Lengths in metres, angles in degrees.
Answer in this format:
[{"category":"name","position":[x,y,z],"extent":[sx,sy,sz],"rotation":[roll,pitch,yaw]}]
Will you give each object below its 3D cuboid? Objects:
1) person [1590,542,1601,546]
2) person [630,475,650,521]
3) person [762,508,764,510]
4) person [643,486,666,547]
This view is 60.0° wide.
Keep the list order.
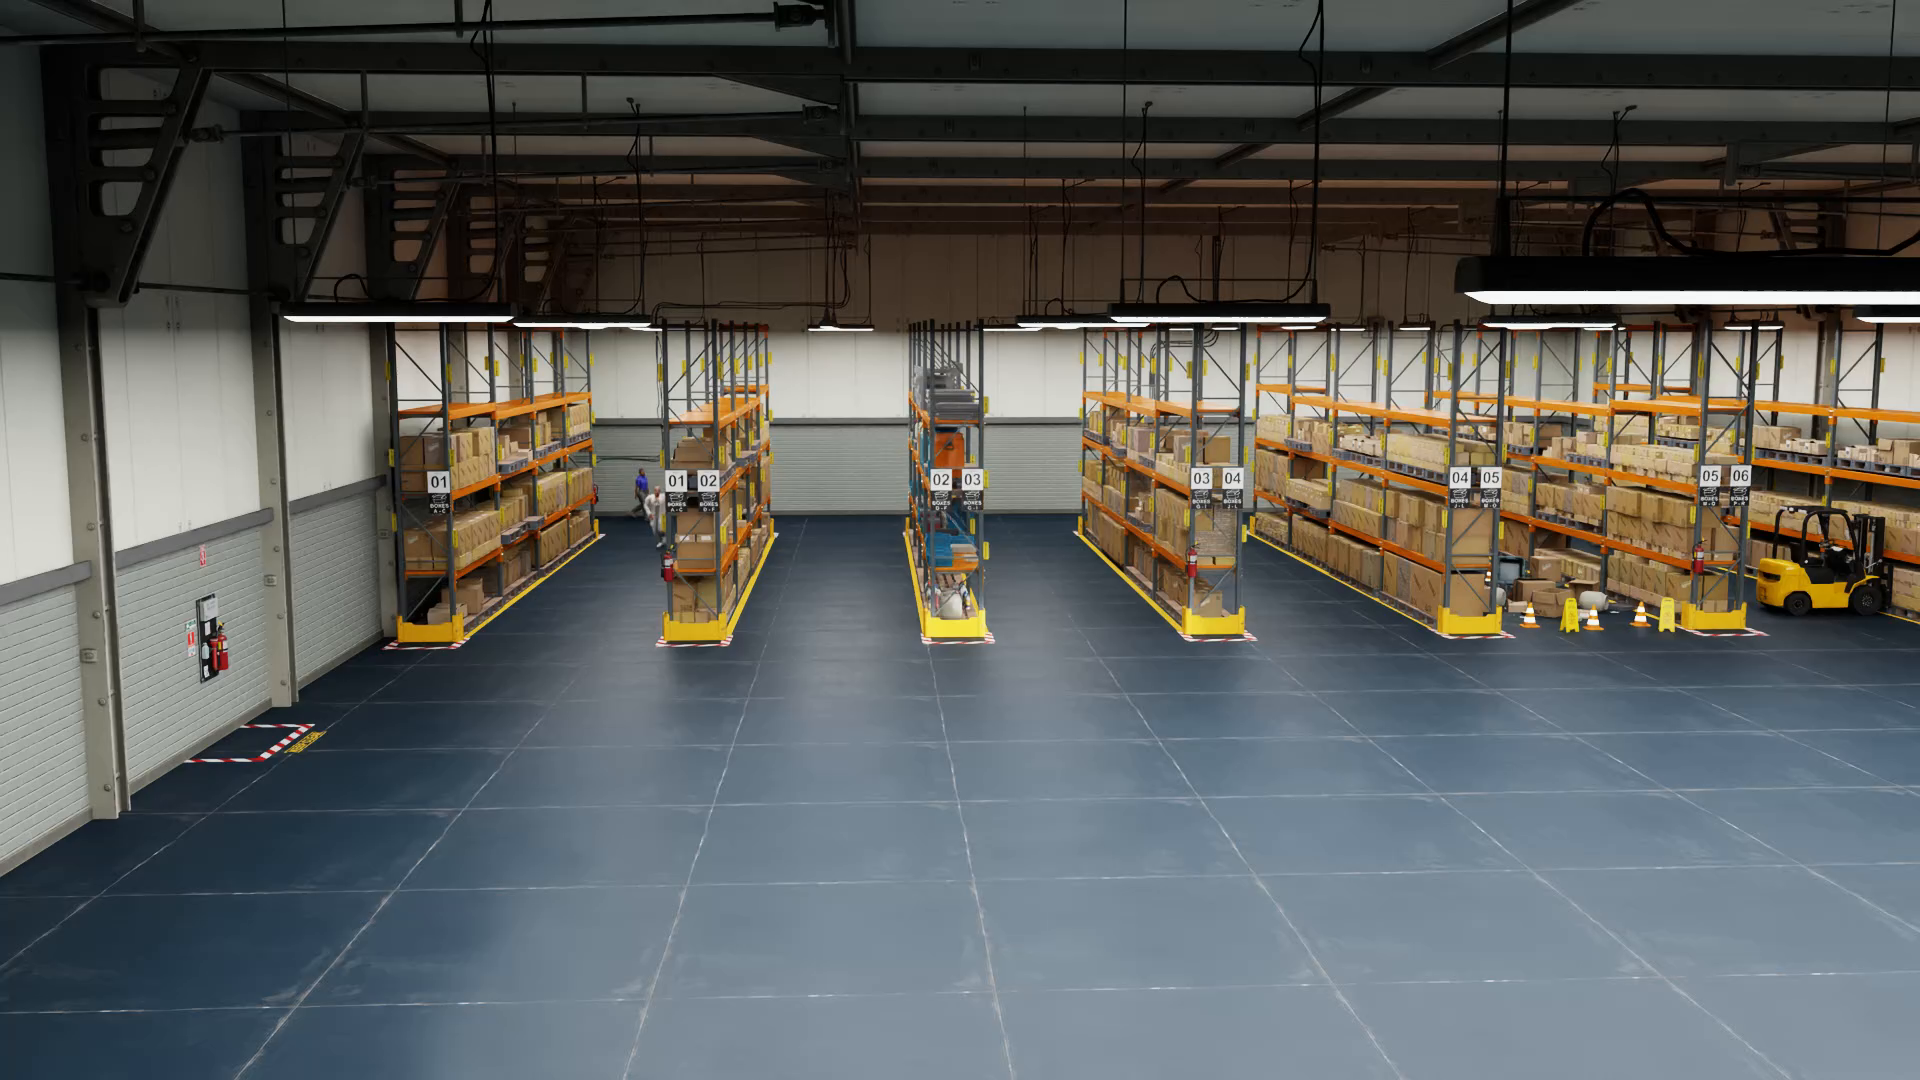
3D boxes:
[{"category":"person","position":[17.275,-0.674,45.032],"extent":[0.478,1.672,0.441],"rotation":[-6,9,-41]},{"category":"person","position":[-9.815,-1.314,51.195],"extent":[0.848,1.414,0.429],"rotation":[2,7,18]},{"category":"person","position":[-6.149,-1.378,50.523],"extent":[0.441,1.748,0.555],"rotation":[0,7,-3]},{"category":"person","position":[-8.141,-0.635,44.831],"extent":[0.708,1.679,0.666],"rotation":[1,7,5]}]
